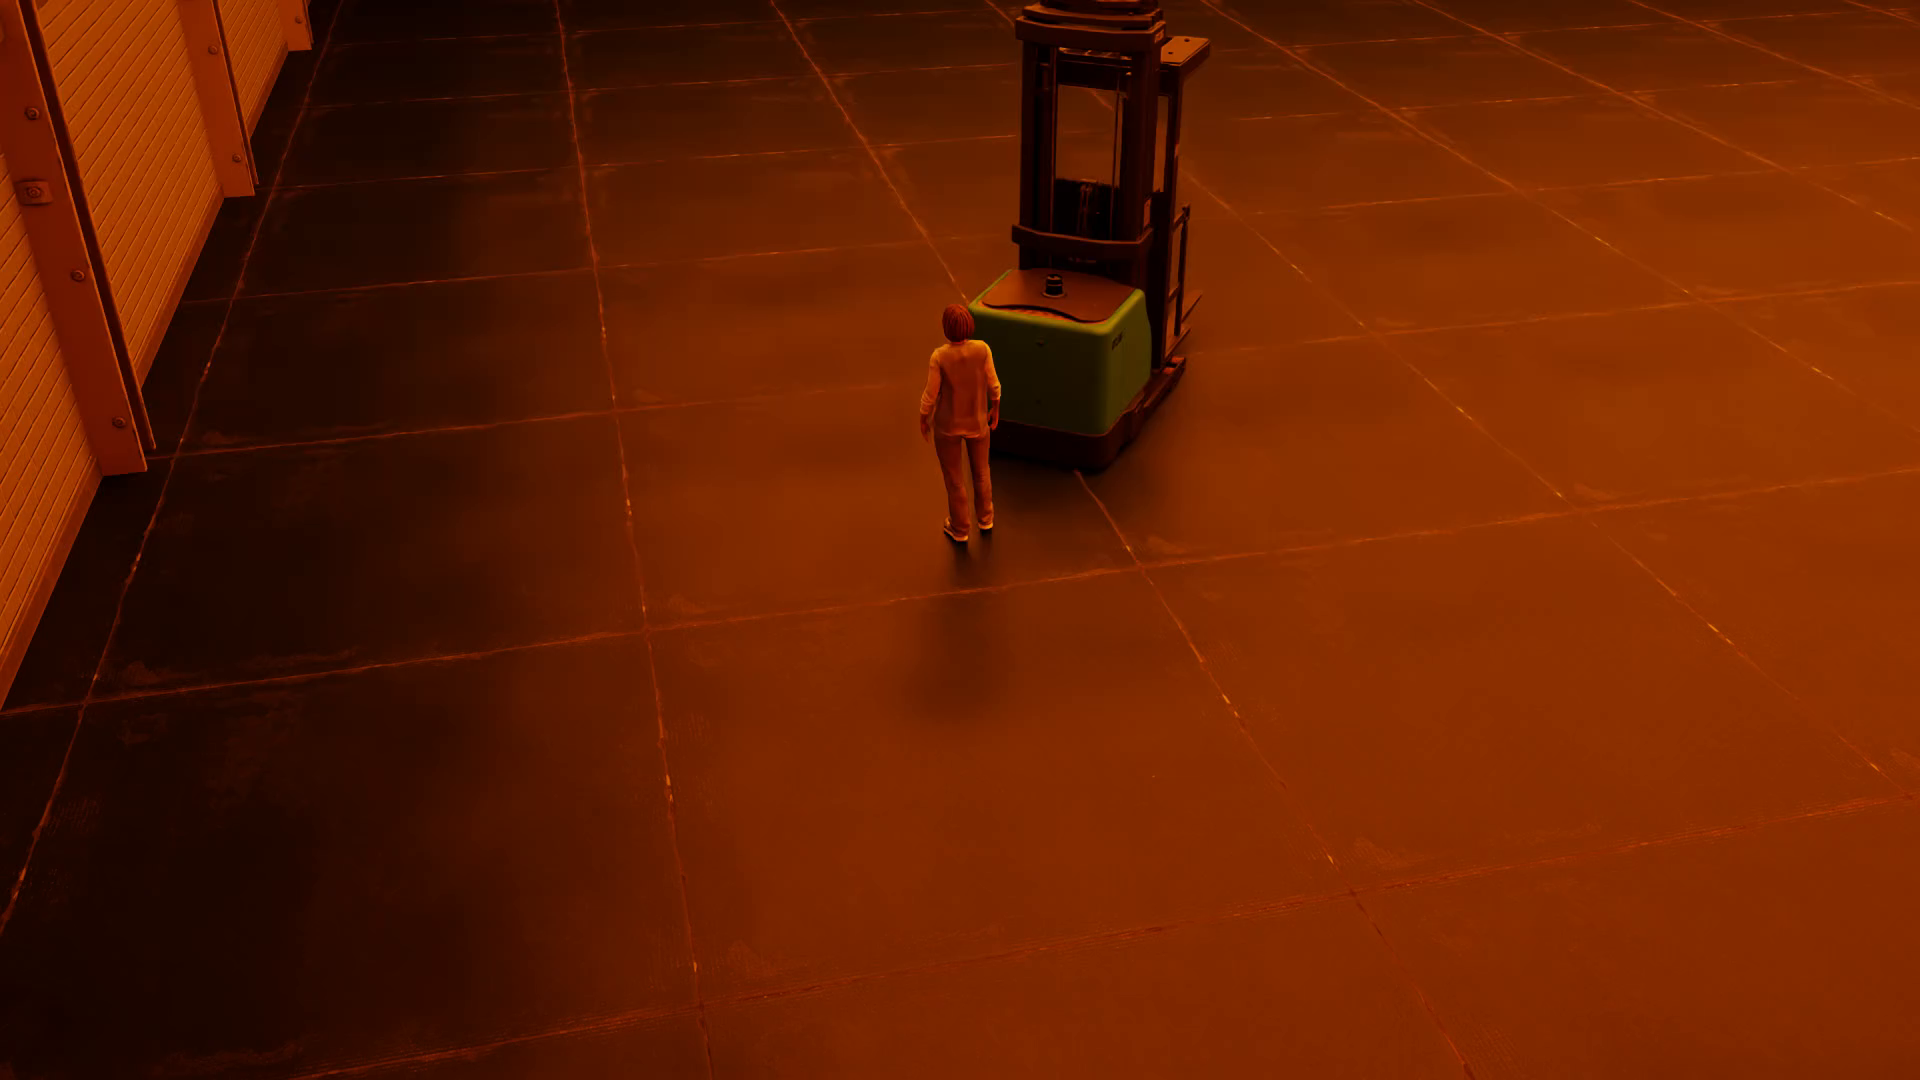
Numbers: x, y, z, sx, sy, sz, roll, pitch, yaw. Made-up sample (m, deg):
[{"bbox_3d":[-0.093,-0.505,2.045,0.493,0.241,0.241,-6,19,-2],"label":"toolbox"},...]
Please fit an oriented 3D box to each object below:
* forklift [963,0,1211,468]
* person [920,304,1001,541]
[{"bbox_3d":[1.068,-2.473,11.846,1.130,2.935,3.031,12,32,20],"label":"forklift"},{"bbox_3d":[-0.004,-0.735,10.162,0.521,1.599,0.473,-7,31,-12],"label":"person"}]
